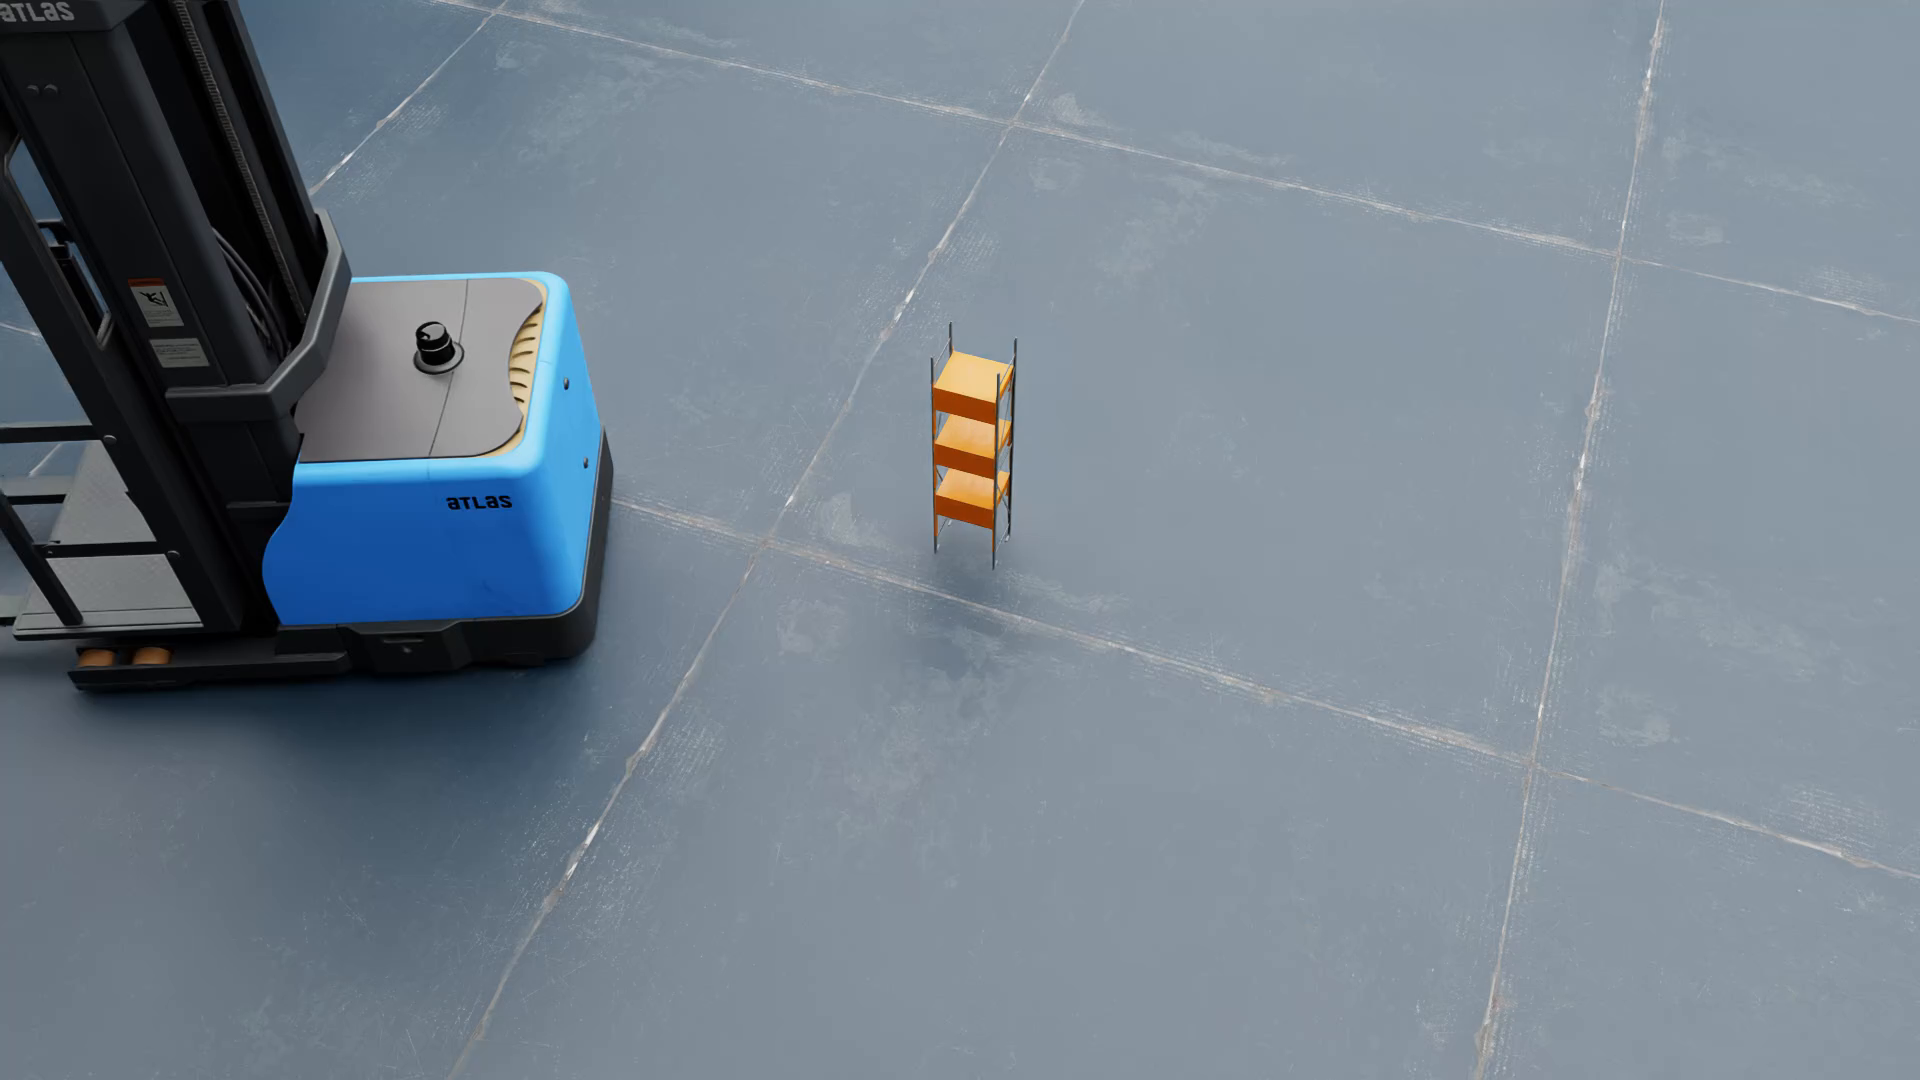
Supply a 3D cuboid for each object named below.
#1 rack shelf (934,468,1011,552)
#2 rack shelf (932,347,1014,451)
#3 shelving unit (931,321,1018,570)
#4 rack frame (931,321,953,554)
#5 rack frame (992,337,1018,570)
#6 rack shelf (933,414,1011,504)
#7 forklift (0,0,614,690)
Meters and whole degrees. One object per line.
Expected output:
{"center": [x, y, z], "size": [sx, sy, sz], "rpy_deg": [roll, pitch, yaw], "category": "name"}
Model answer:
{"center": [0.050, -0.141, 6.426], "size": [0.240, 0.259, 0.215], "rpy_deg": [16, 51, 13], "category": "rack shelf"}
{"center": [0.050, -0.509, 6.001], "size": [0.240, 0.259, 0.215], "rpy_deg": [16, 51, 13], "category": "rack shelf"}
{"center": [0.050, -0.330, 6.208], "size": [0.252, 1.050, 0.215], "rpy_deg": [16, 51, 13], "category": "shelving unit"}
{"center": [-0.064, -0.362, 6.235], "size": [0.008, 1.050, 0.200], "rpy_deg": [16, 51, 13], "category": "rack frame"}
{"center": [0.165, -0.298, 6.180], "size": [0.008, 1.050, 0.200], "rpy_deg": [16, 51, 13], "category": "rack frame"}
{"center": [0.050, -0.323, 6.216], "size": [0.240, 0.259, 0.215], "rpy_deg": [16, 51, 13], "category": "rack shelf"}
{"center": [-2.899, -0.819, 5.386], "size": [3.031, 2.935, 1.130], "rpy_deg": [-2, 49, -2], "category": "forklift"}
